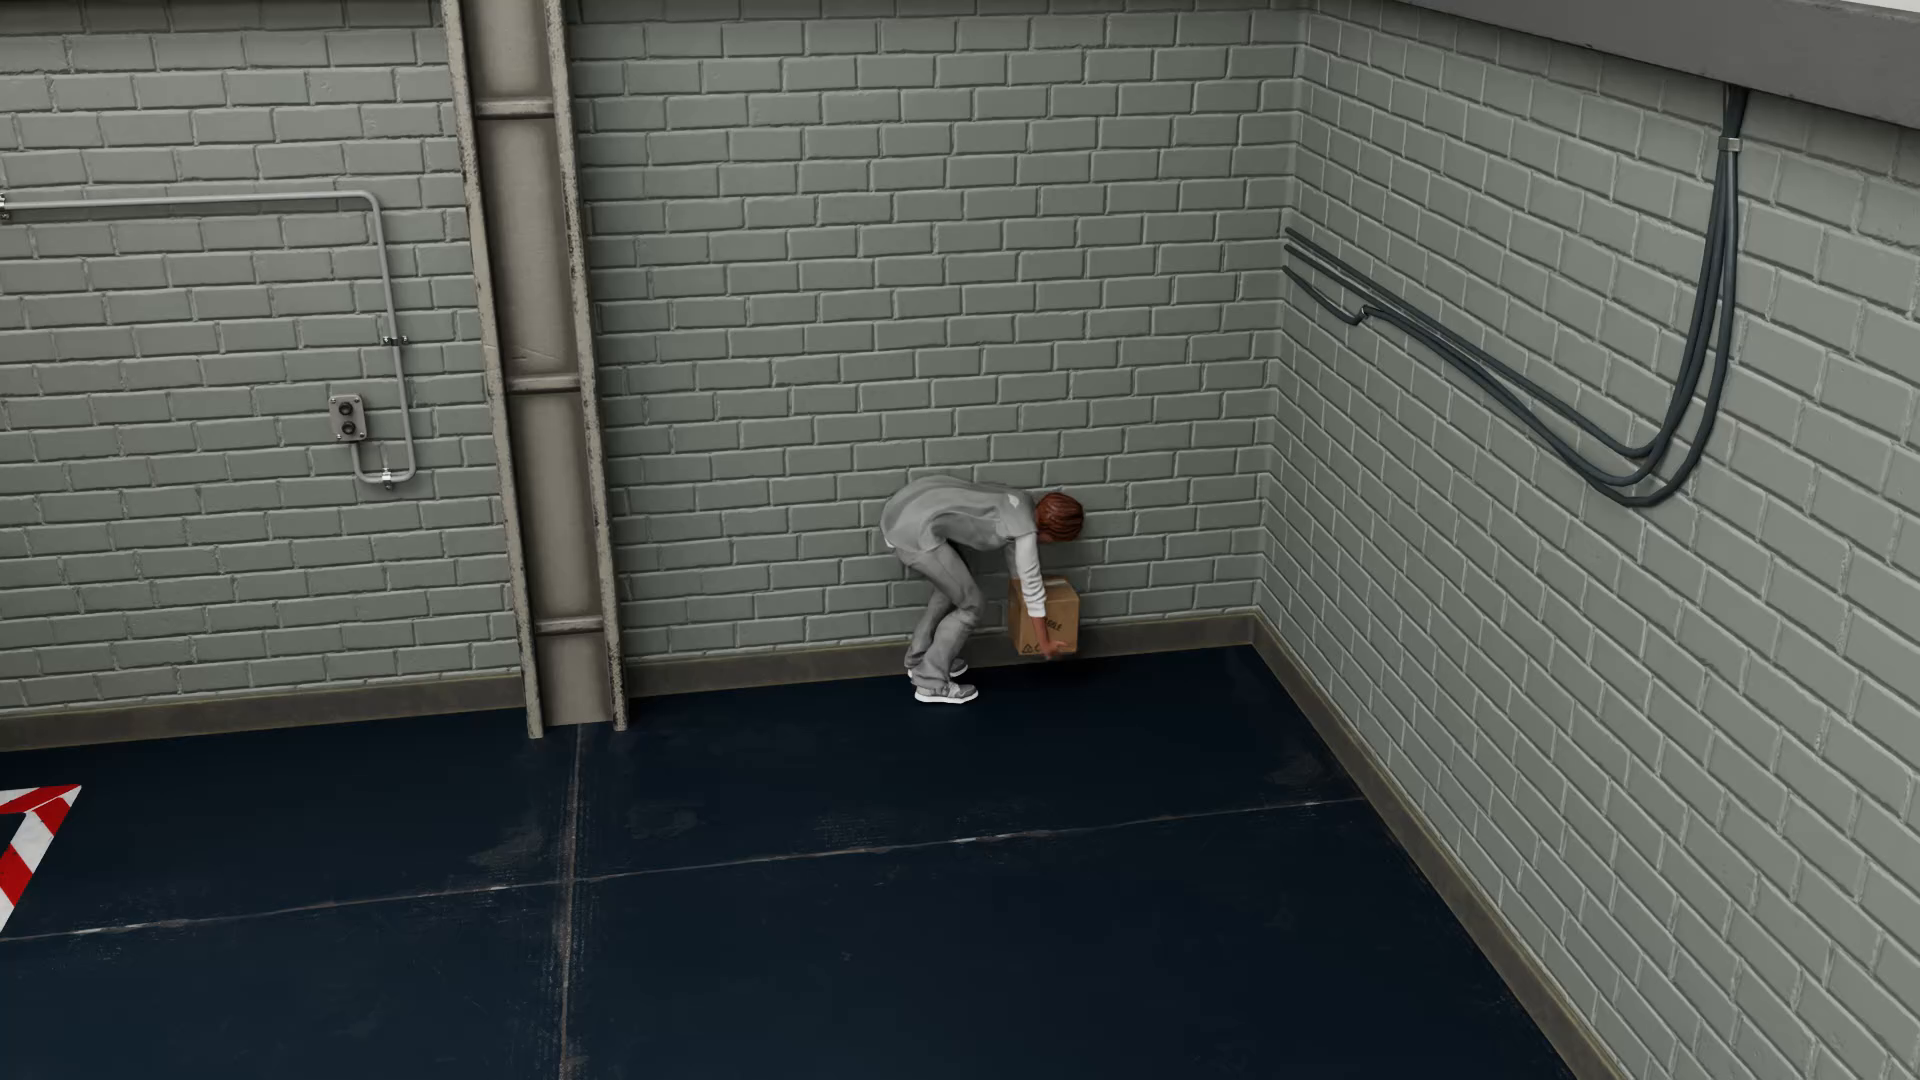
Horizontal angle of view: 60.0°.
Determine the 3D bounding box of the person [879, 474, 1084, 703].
[{"bbox_3d":[0.099,0.181,6.996,0.868,0.959,0.410,-5,24,-12],"label":"person"}]
